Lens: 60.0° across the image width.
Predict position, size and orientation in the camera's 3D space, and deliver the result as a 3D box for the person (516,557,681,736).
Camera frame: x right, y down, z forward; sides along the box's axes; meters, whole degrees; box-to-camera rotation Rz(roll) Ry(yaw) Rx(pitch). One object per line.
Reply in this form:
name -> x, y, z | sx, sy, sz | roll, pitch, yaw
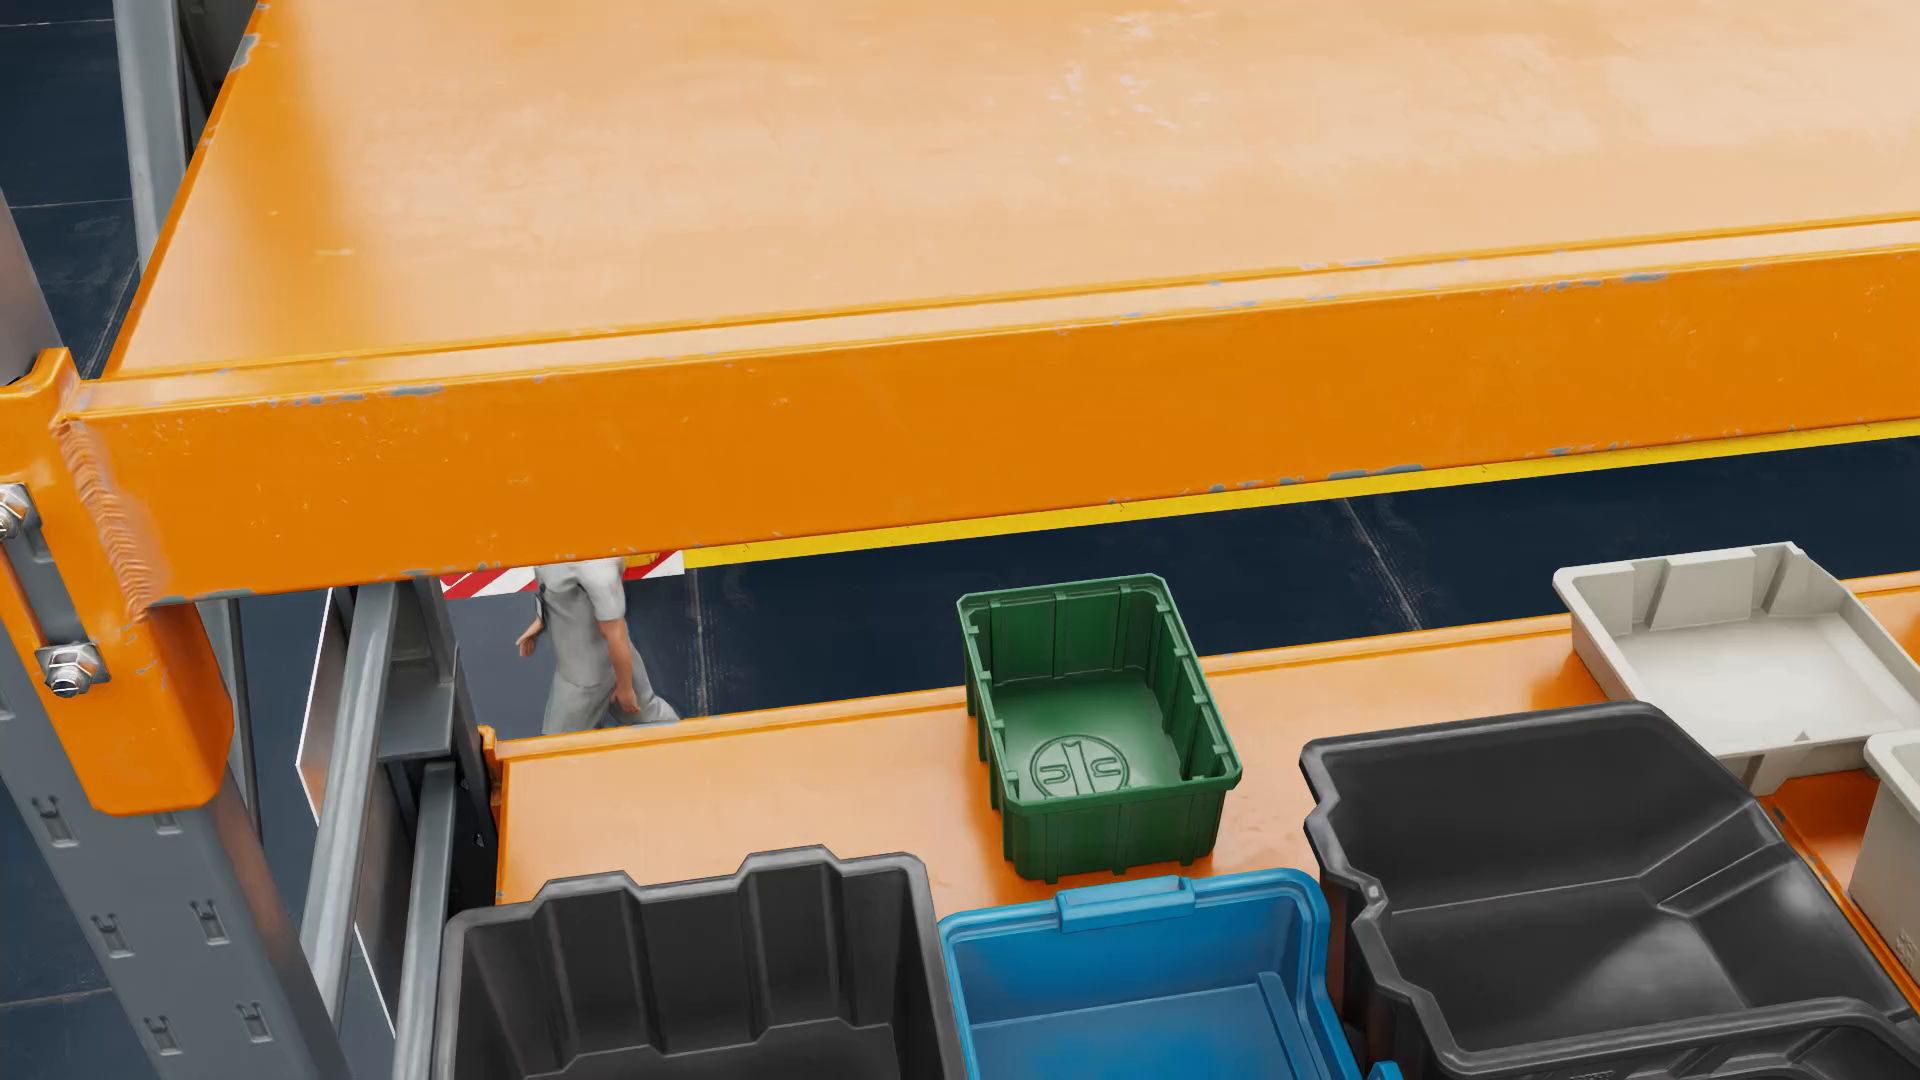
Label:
person -> -1.329, 0.394, 5.668 | 0.918, 1.627, 0.452 | -10, 40, -12
